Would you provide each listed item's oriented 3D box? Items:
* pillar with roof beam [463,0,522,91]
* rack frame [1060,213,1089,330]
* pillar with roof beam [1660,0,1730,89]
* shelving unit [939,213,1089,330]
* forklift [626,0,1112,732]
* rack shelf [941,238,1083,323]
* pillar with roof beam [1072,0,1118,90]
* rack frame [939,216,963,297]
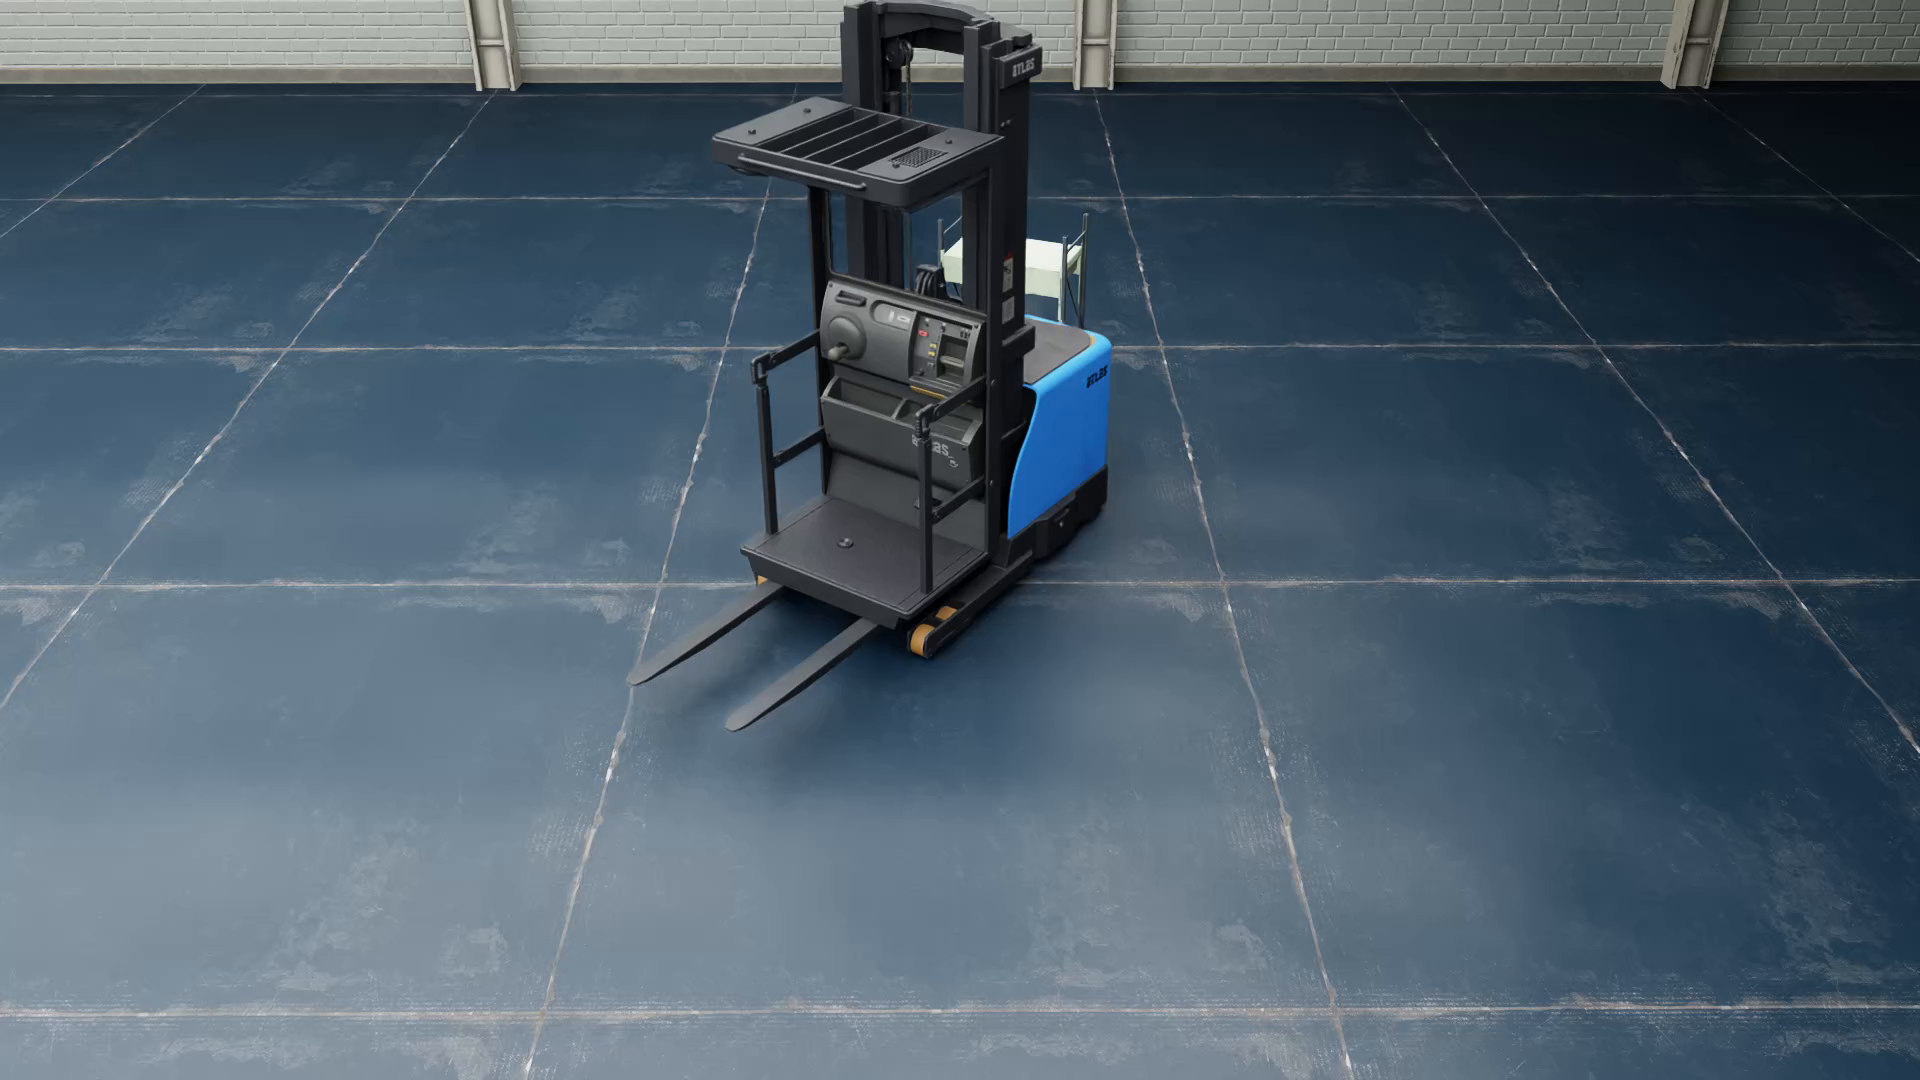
[{"bbox_3d":[-4.627,-6.202,10.796,0.400,9.000,9.100,0,31,0],"label":"pillar with roof beam"},{"bbox_3d":[0.644,-1.108,9.630,0.023,1.500,0.400,12,33,18],"label":"rack frame"},{"bbox_3d":[7.372,-6.239,10.858,0.400,9.000,9.100,0,31,0],"label":"pillar with roof beam"},{"bbox_3d":[0.304,-1.178,9.745,0.755,1.500,0.431,12,33,18],"label":"shelving unit"},{"bbox_3d":[-0.418,-0.952,7.993,1.130,2.935,3.031,20,36,29],"label":"forklift"},{"bbox_3d":[0.304,-1.511,9.543,0.720,0.370,0.431,12,33,18],"label":"rack shelf"},{"bbox_3d":[1.372,-6.220,10.827,0.400,9.000,9.100,0,31,0],"label":"pillar with roof beam"},{"bbox_3d":[-0.036,-1.248,9.861,0.023,1.500,0.400,12,33,18],"label":"rack frame"}]
